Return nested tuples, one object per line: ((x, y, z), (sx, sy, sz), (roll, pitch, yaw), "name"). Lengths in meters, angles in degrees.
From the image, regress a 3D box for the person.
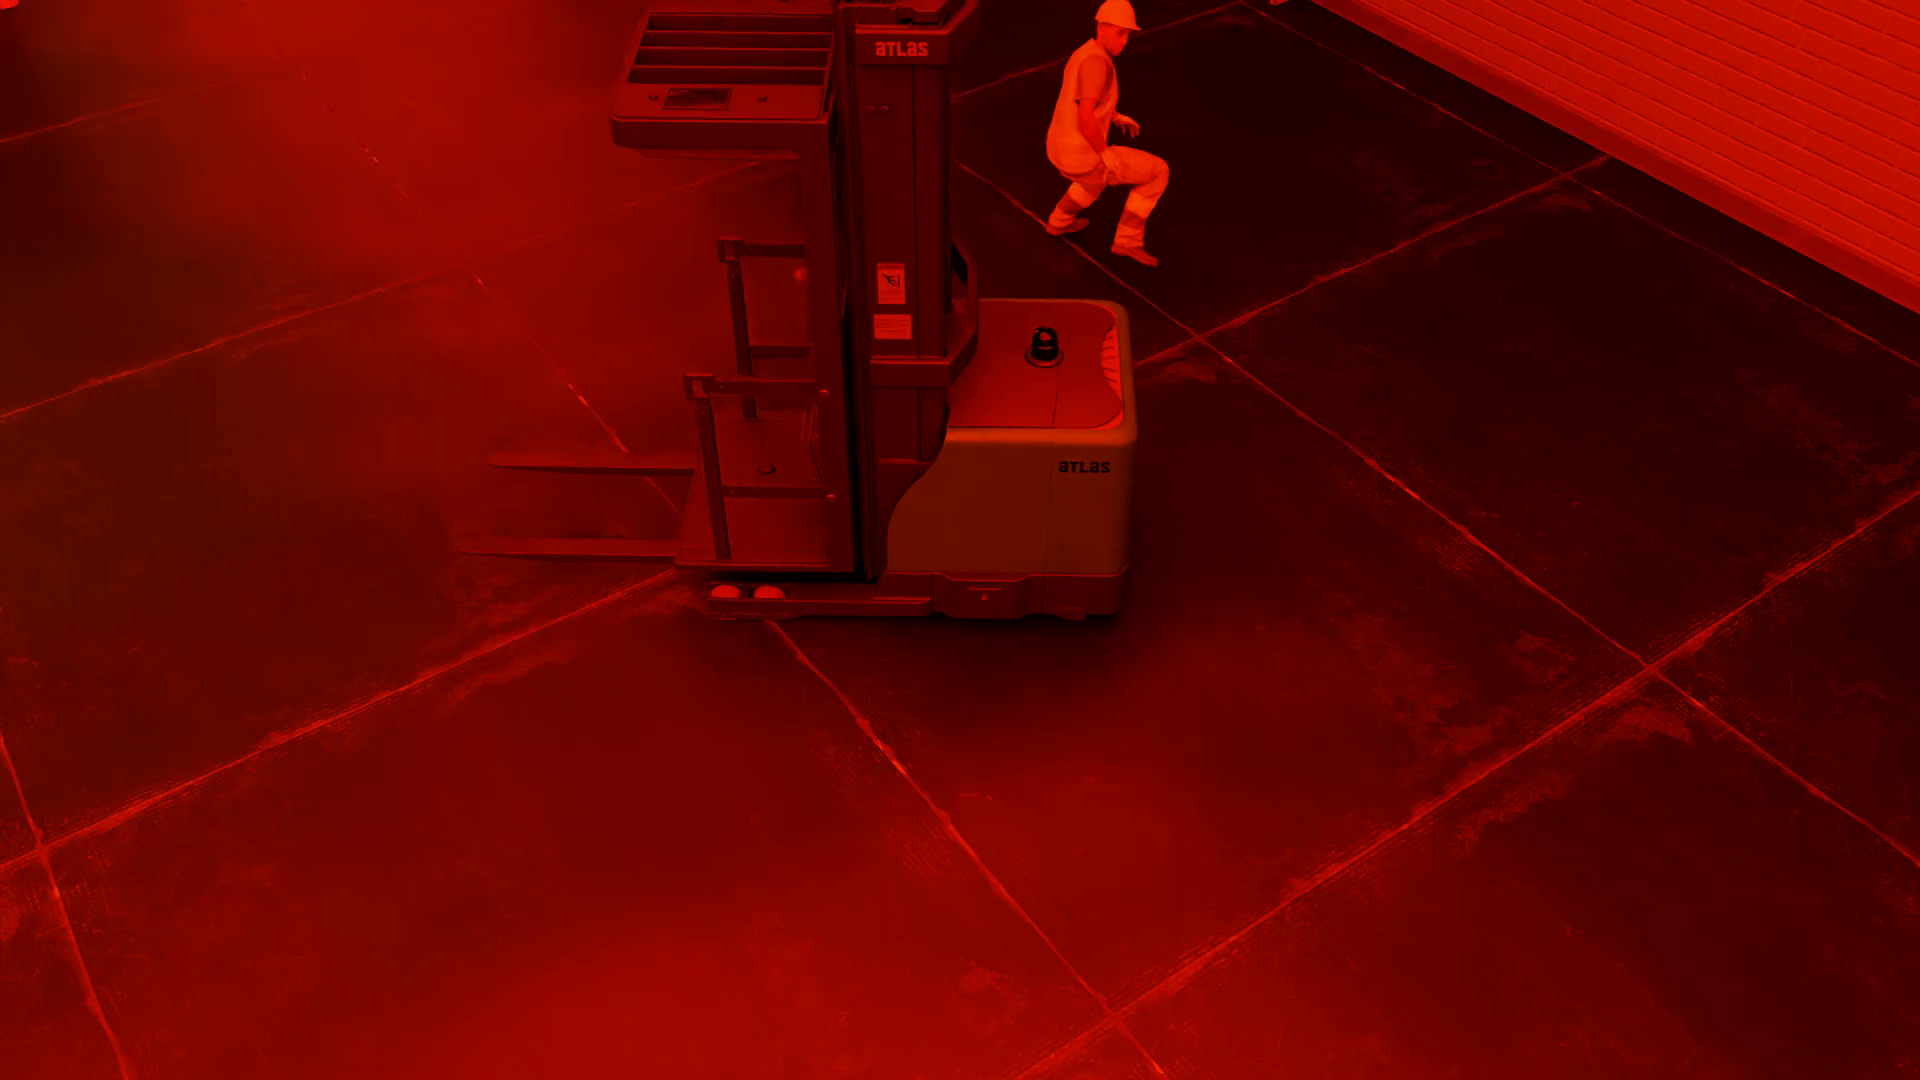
((0.814, -2.198, 9.179), (0.680, 1.536, 0.811), (-12, 44, -13), "person")

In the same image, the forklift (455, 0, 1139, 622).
((-0.757, -1.069, 6.876), (3.031, 2.935, 1.130), (1, 43, 1), "forklift")
